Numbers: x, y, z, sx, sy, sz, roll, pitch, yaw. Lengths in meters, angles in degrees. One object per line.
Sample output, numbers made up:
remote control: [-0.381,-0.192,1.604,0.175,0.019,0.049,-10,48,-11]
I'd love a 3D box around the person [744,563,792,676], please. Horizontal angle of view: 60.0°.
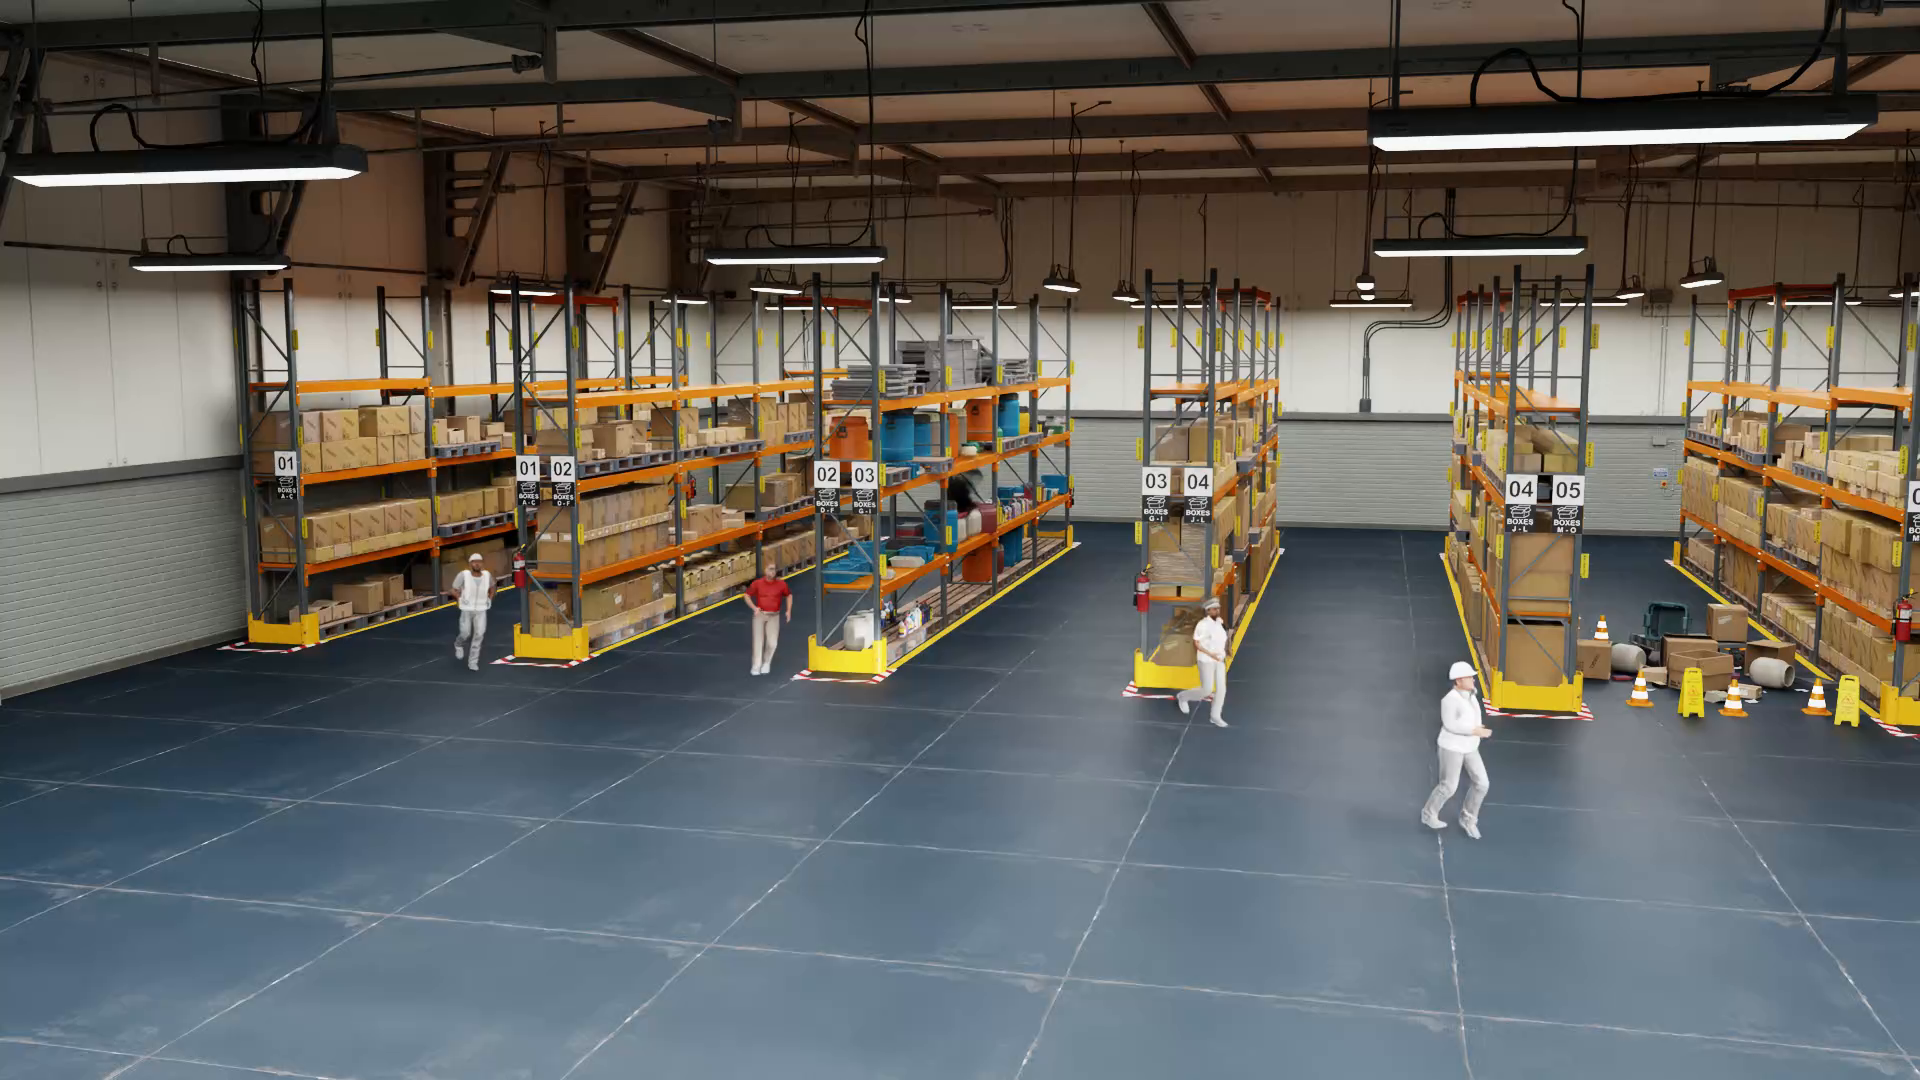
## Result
person: [-2.861,1.193,24.902,0.736,1.700,0.571,-1,7,-11]

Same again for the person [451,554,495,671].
person: [-7.474,1.079,25.594,0.690,1.767,0.809,-4,8,-27]

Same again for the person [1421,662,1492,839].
person: [5.051,2.139,16.789,0.675,1.850,0.748,-6,9,-43]

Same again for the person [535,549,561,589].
person: [-7.403,0.593,30.130,0.586,1.676,0.661,1,7,4]

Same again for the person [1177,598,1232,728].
person: [3.257,1.577,21.823,0.586,1.696,0.756,-5,9,-38]
